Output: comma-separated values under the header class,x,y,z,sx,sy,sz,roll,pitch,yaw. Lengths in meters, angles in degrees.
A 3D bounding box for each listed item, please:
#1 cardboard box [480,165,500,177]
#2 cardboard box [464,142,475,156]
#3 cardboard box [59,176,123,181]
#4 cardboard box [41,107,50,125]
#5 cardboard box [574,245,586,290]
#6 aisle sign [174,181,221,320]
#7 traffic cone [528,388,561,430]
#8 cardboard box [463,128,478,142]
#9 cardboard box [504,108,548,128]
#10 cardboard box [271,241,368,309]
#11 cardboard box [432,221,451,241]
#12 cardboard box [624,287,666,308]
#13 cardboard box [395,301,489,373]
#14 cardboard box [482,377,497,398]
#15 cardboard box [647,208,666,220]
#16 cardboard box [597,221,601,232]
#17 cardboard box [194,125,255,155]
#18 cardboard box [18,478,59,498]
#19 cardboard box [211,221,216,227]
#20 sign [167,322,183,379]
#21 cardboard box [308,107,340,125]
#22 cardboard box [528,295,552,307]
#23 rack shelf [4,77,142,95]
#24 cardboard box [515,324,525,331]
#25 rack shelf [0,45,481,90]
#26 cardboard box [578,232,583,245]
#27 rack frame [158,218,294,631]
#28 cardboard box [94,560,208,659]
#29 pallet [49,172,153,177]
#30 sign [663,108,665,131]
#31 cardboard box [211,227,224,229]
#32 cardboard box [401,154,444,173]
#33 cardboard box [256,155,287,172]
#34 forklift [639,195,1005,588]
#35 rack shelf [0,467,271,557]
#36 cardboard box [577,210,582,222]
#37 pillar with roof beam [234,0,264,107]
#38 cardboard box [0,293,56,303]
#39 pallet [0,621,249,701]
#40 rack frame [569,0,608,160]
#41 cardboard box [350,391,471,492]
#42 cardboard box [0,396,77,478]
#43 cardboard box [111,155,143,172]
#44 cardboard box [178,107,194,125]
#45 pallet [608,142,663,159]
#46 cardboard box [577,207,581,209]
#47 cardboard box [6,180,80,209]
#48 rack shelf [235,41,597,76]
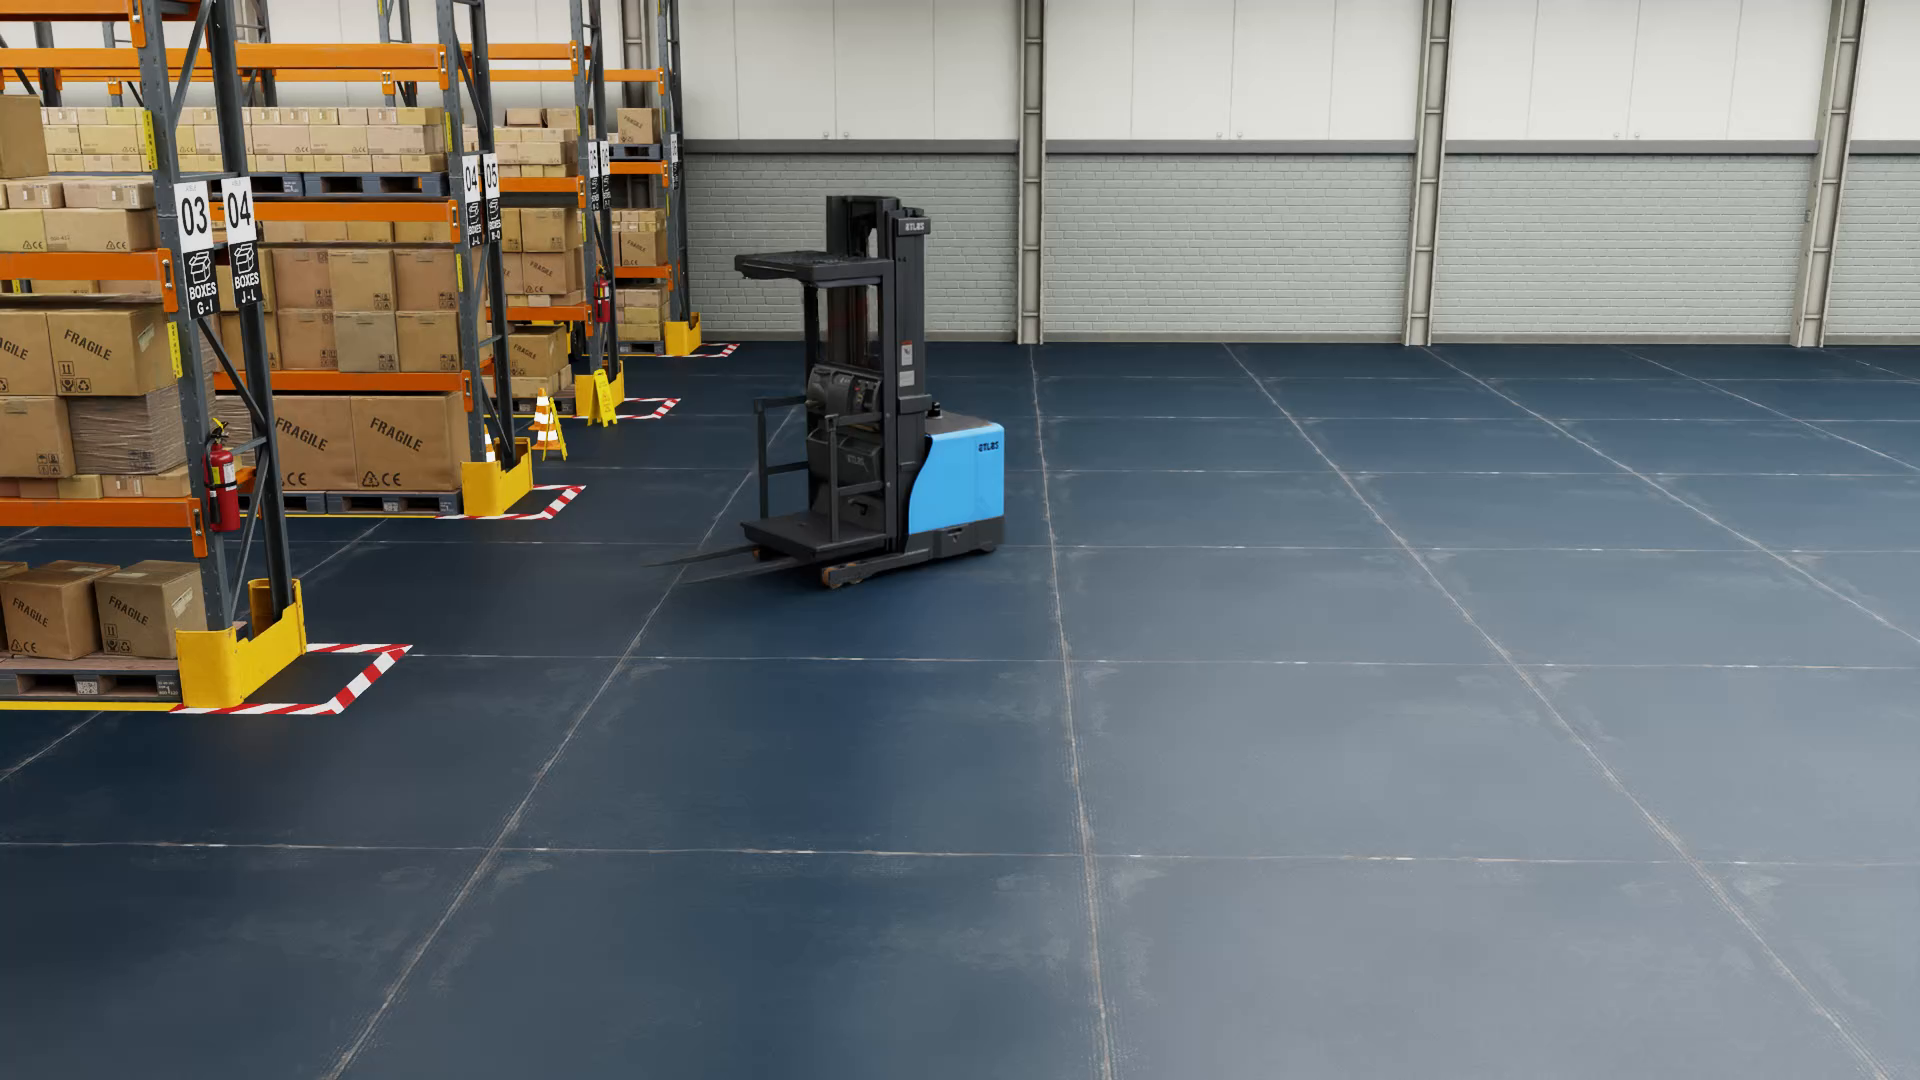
class,x,y,z,sx,sy,sz,roll,pitch,yaw
cardboard box,-5.479,-4.360,19.598,0.250,0.149,0.380,0,15,2
cardboard box,-5.889,-4.540,19.498,0.500,0.250,0.500,1,15,3
cardboard box,-5.384,-2.179,10.350,0.250,0.149,0.380,0,15,0
cardboard box,-8.018,-3.718,14.581,0.250,0.149,0.380,1,15,2
cardboard box,-4.815,-3.344,20.355,0.500,0.500,0.500,0,15,1
aisle sign,-4.548,-1.731,9.924,0.004,0.787,0.394,0,15,1
traffic cone,-4.812,-1.525,19.213,0.334,0.463,0.336,0,15,1
cardboard box,-5.704,-4.746,19.498,0.250,0.149,0.380,0,15,1
cardboard box,-6.280,-6.082,24.410,0.637,0.503,0.797,1,15,3
cardboard box,-5.853,-2.440,15.298,0.550,0.550,0.875,0,15,1
cardboard box,-5.883,-3.683,19.682,0.500,0.500,0.700,0,15,1
cardboard box,-4.694,-3.624,24.803,0.500,0.250,0.500,1,15,3
cardboard box,-4.746,-1.878,15.285,0.550,0.550,0.875,0,15,1
cardboard box,-5.682,-1.893,20.203,0.500,0.250,0.500,0,15,2
cardboard box,-4.556,-4.906,25.005,0.250,0.149,0.380,0,15,0
cardboard box,-5.341,-4.652,24.626,0.250,0.149,0.380,0,15,1
cardboard box,-6.377,-3.530,14.652,0.500,0.250,0.500,1,15,2
cardboard box,-5.643,-0.374,10.371,0.250,0.149,0.380,0,15,1
cardboard box,-11.126,-4.686,24.752,0.250,0.149,0.380,1,15,2
sign,-4.636,-1.122,9.823,0.005,0.325,0.100,0,15,1
cardboard box,-5.484,-3.701,14.519,0.250,0.149,0.380,1,15,2
cardboard box,-4.984,-2.878,19.859,0.250,0.149,0.380,0,15,1
rack shelf,-14.223,-6.768,24.548,4.000,0.370,1.077,0,15,1
cardboard box,-5.695,-2.392,20.623,0.500,0.500,0.500,0,15,-1
rack shelf,-6.374,-4.187,14.766,4.000,0.370,1.077,0,15,1
cardboard box,-5.755,-4.337,24.704,0.500,0.500,0.500,0,15,0
rack frame,-4.602,-0.551,10.547,0.127,3.000,1.000,0,15,1
cardboard box,-5.226,0.447,10.844,0.500,0.500,0.500,3,15,12
pallet,-7.555,-3.240,15.036,1.213,0.211,1.003,0,15,1
sign,-4.254,-6.046,23.914,0.005,0.325,0.100,0,15,1
cardboard box,-9.310,-3.578,20.421,0.500,0.500,0.500,0,15,2
cardboard box,-4.715,-3.311,14.602,0.250,0.149,0.380,0,15,1
cardboard box,-5.985,-3.319,14.634,0.250,0.149,0.380,0,15,2
forklift,-1.082,-1.192,13.112,3.031,2.935,1.130,-12,19,-38
rack shelf,-6.601,-0.216,10.688,4.000,0.370,1.077,0,15,1
cardboard box,-5.609,-4.781,24.529,0.250,0.149,0.380,1,15,3
pillar with roof beam,-11.007,-6.420,21.034,0.400,9.000,9.100,0,15,1
cardboard box,-6.144,-1.307,10.676,0.500,0.500,0.500,0,15,1
pallet,-5.489,0.783,10.959,1.213,0.211,1.003,0,15,1
rack frame,-4.349,-5.979,19.361,0.127,3.000,1.000,0,15,1
cardboard box,-5.054,-0.978,15.509,0.875,0.875,0.875,0,15,2
cardboard box,-5.654,-0.726,10.433,0.500,0.500,0.875,0,15,1
cardboard box,-7.259,-3.327,14.664,0.250,0.149,0.380,0,15,1
cardboard box,-6.745,-3.710,14.551,0.250,0.149,0.380,0,15,1
pallet,-4.932,-5.763,24.595,1.213,0.211,1.003,0,15,1
cardboard box,-5.852,-4.942,25.142,0.250,0.149,0.380,0,15,0
cardboard box,-5.421,-2.049,9.858,0.250,0.149,0.380,0,15,-1
rack shelf,-6.348,-5.642,19.502,4.000,0.370,1.077,0,15,1
